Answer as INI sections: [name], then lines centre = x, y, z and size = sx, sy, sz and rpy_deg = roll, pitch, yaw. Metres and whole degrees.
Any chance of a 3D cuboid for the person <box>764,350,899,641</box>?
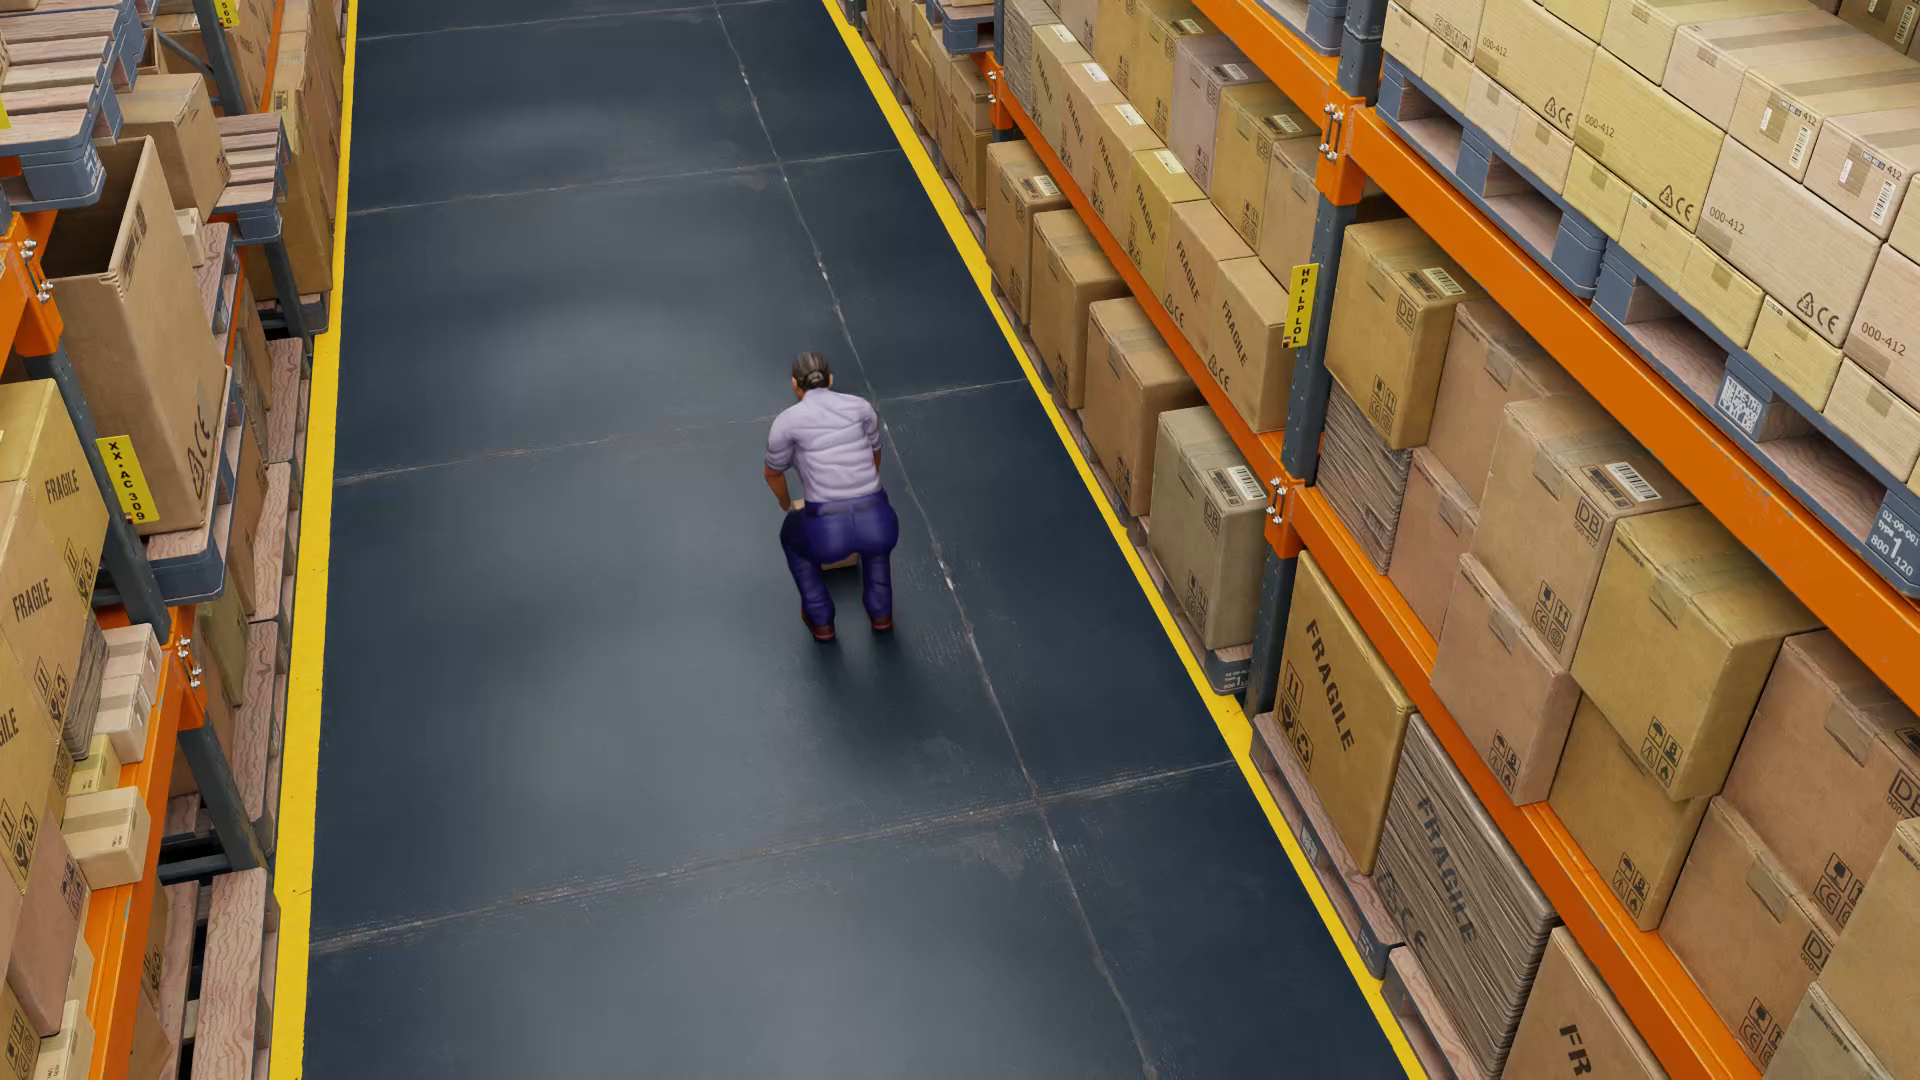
[person]
centre = -0.559, -0.151, 7.261
size = 0.539, 1.226, 0.731
rpy_deg = -9, 39, -12
